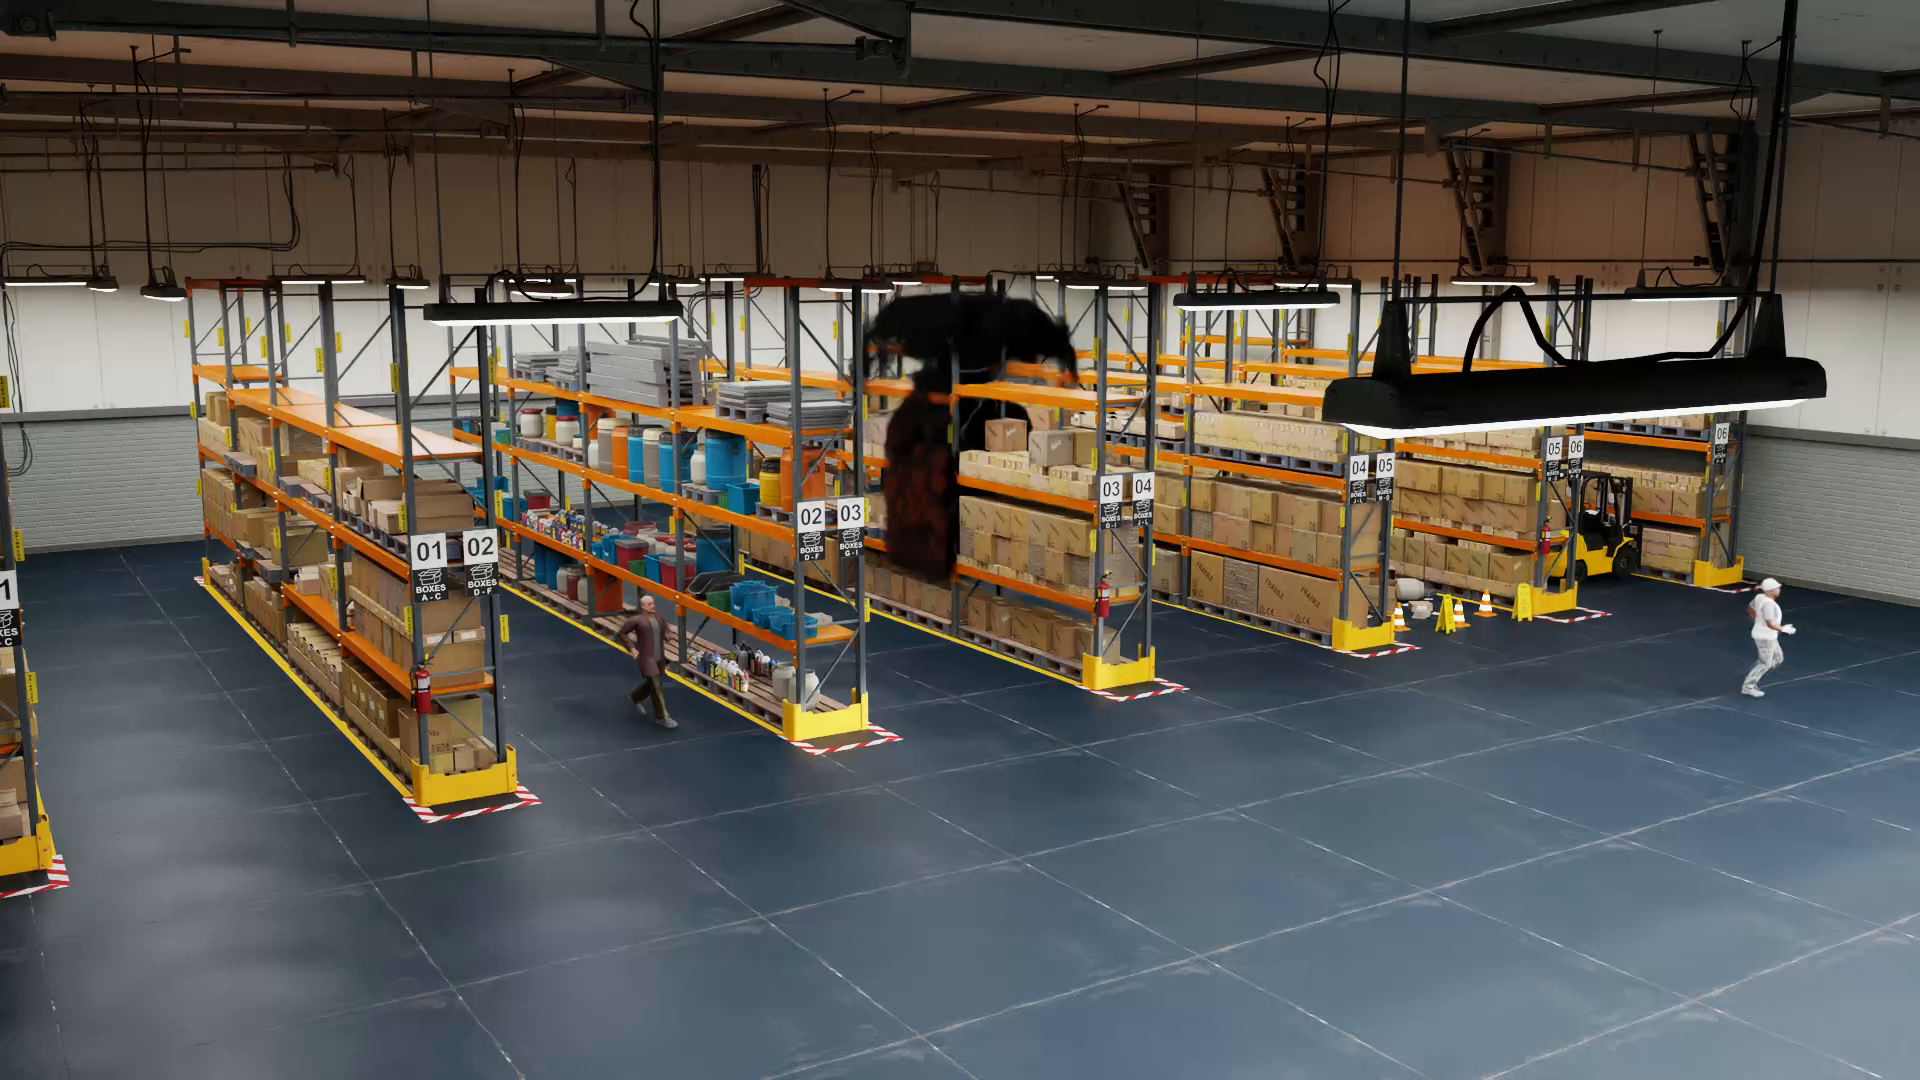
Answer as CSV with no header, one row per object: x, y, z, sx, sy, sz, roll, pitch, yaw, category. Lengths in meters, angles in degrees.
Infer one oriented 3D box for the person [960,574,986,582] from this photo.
0.203,-0.150,31.795,0.720,1.821,0.793,-7,12,-34,person

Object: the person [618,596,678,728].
-4.251,1.629,22.814,1.066,1.760,0.703,7,12,35,person

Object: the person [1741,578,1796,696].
11.804,1.423,24.248,0.638,1.759,0.721,3,10,19,person
